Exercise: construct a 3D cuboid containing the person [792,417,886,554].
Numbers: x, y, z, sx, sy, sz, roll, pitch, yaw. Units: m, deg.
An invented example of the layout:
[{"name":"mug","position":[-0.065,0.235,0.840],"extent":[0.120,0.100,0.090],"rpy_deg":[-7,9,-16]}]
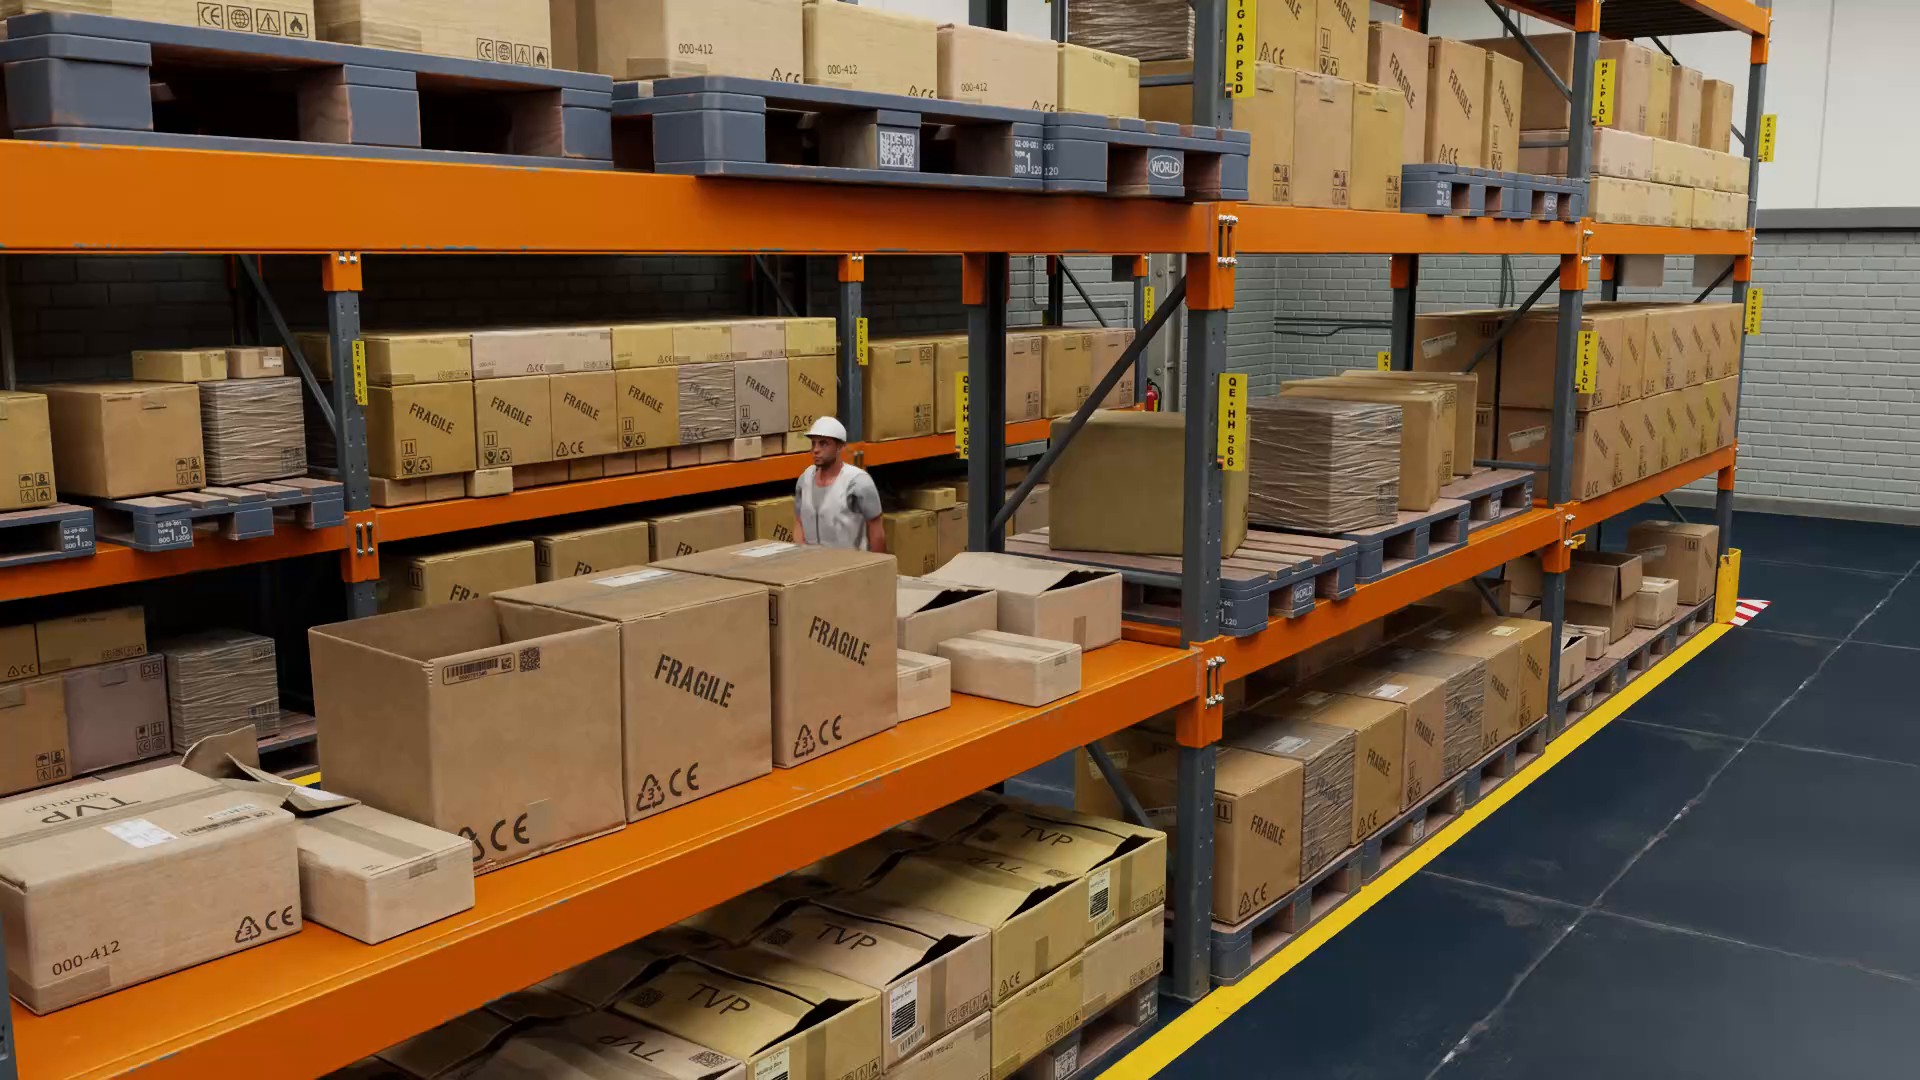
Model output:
[{"name":"person","position":[-0.736,0.165,9.348],"extent":[0.528,1.722,1.079],"rpy_deg":[8,13,39]}]
